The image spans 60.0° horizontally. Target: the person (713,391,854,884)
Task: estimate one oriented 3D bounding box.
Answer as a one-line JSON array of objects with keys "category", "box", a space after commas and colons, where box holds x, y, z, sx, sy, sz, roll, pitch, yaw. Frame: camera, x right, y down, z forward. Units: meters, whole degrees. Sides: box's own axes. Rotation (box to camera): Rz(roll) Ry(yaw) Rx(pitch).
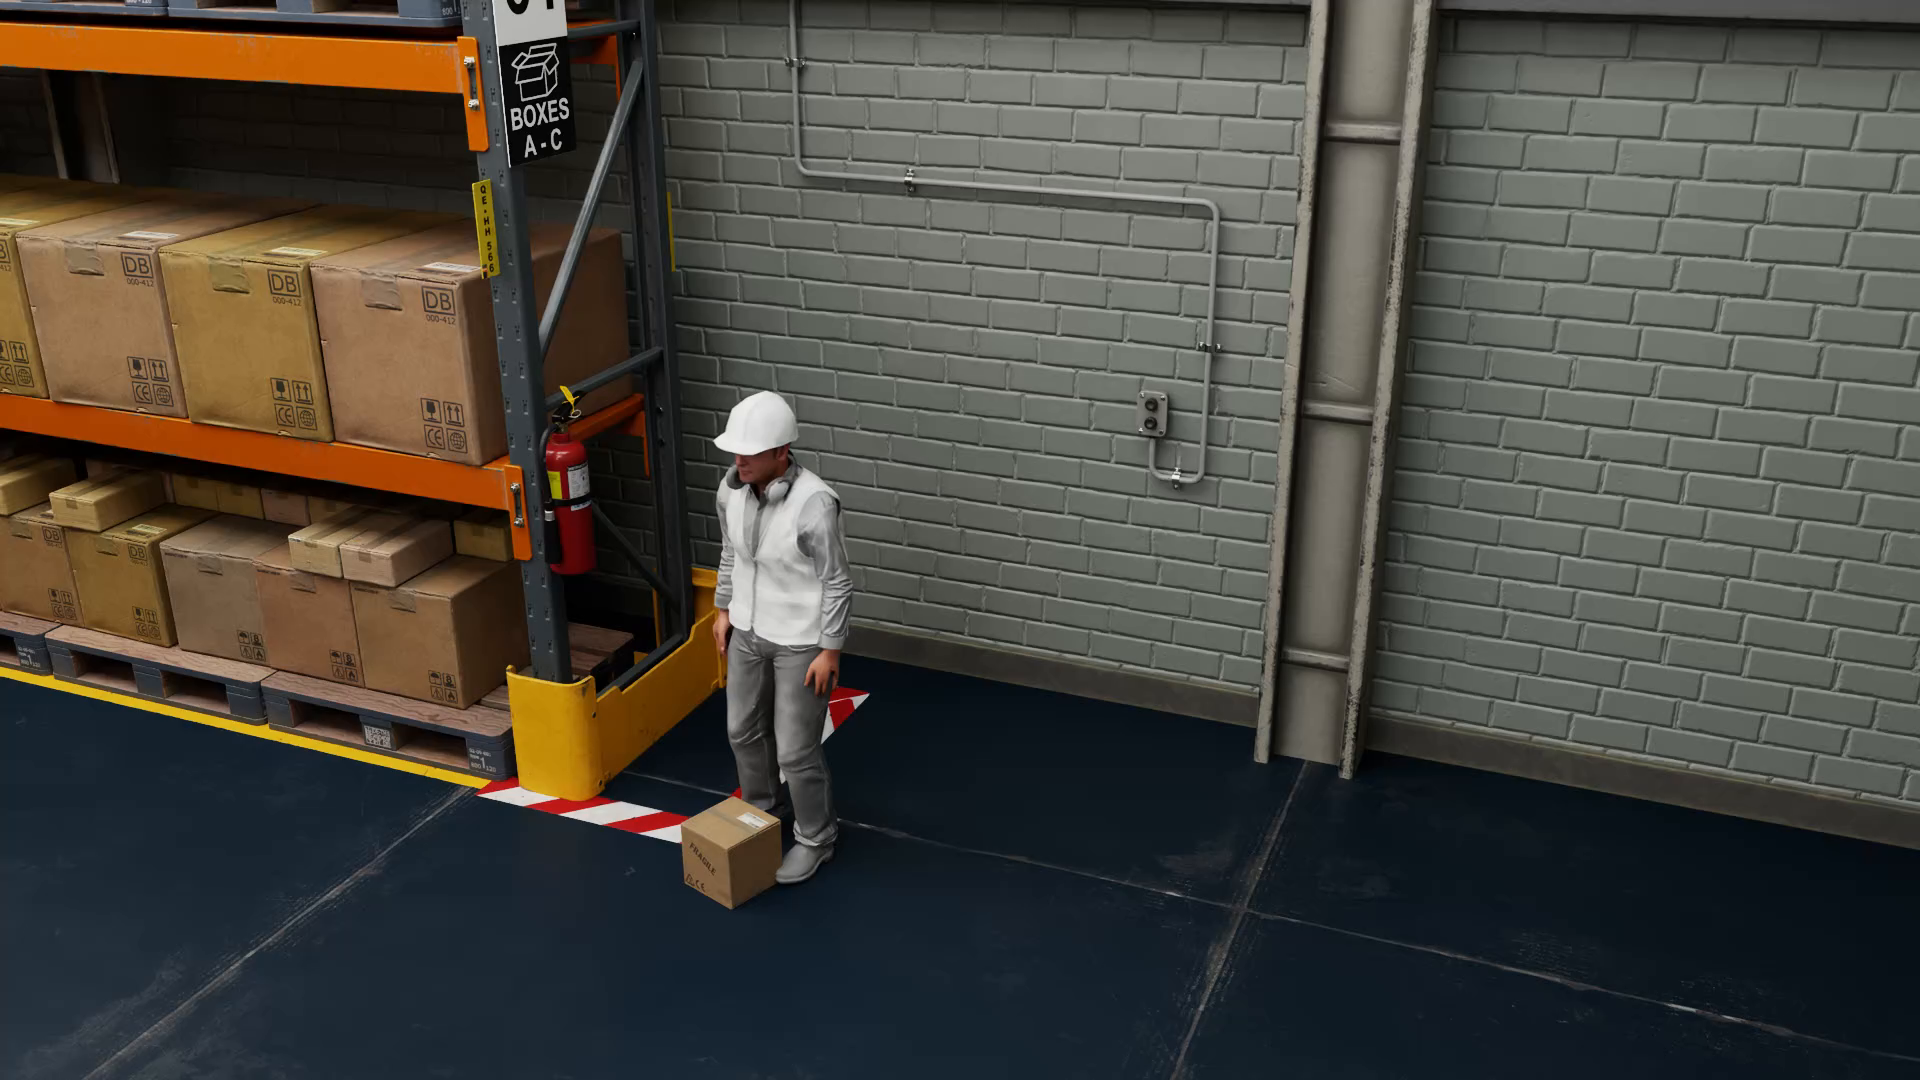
[{"category": "person", "box": [-0.627, 0.323, 5.765, 0.583, 1.770, 0.464, 17, 28, 36]}]
